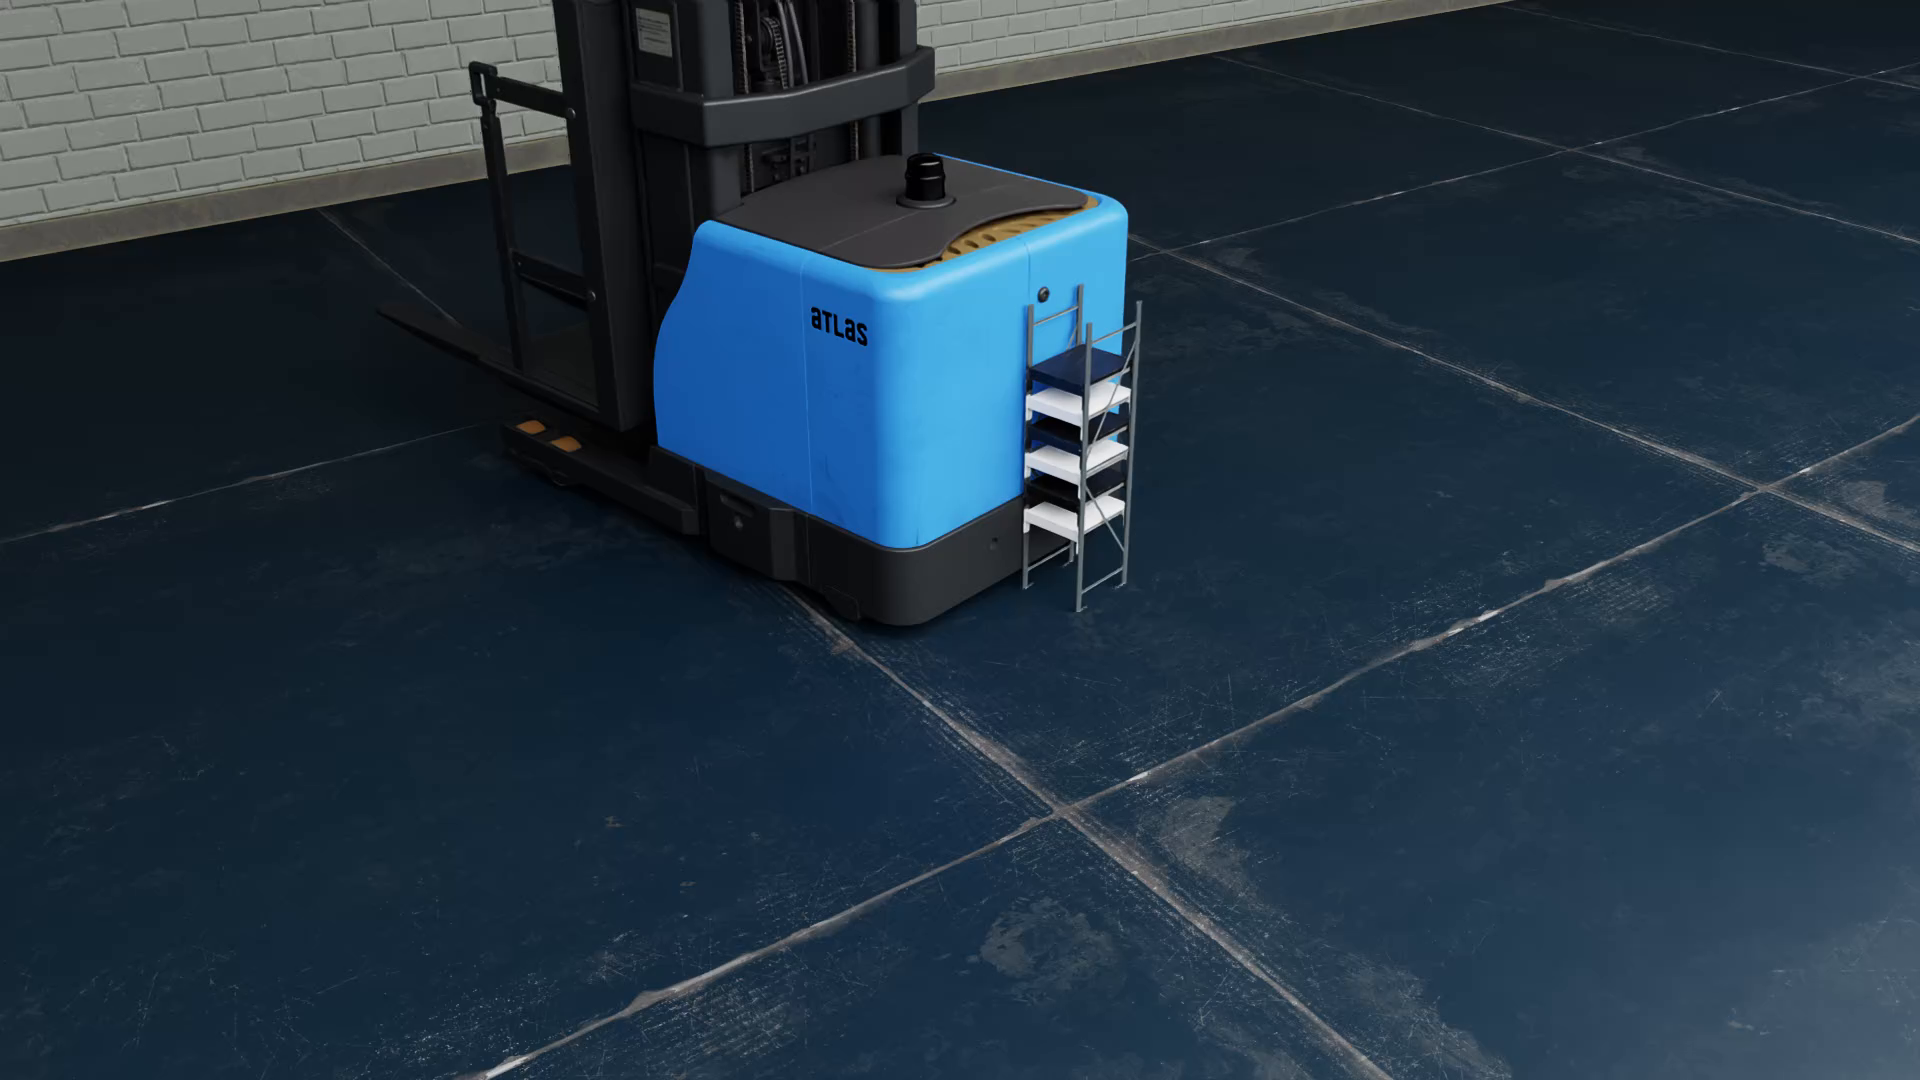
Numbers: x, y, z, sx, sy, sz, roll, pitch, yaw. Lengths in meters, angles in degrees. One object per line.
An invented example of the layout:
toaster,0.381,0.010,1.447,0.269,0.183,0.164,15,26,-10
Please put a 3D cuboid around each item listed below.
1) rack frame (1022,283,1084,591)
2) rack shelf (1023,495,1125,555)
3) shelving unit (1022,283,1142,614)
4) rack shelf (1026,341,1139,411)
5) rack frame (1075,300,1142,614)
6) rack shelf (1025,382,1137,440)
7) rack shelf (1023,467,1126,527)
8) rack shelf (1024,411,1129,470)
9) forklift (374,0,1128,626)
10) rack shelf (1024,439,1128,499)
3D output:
rack frame,0.267,-0.287,4.836,0.006,0.900,0.240,23,36,36
rack shelf,0.343,-0.067,4.878,0.200,0.077,0.258,23,36,36
shelving unit,0.343,-0.255,4.776,0.210,0.900,0.258,23,36,36
rack shelf,0.343,-0.463,4.663,0.200,0.077,0.258,23,36,36
rack frame,0.418,-0.222,4.716,0.006,0.900,0.240,23,36,36
rack shelf,0.343,-0.383,4.706,0.200,0.077,0.258,23,36,36
rack shelf,0.343,-0.146,4.835,0.200,0.077,0.258,23,36,36
rack shelf,0.343,-0.304,4.749,0.200,0.077,0.258,23,36,36
forklift,-0.927,-1.632,5.184,3.031,2.935,1.130,23,36,36
rack shelf,0.343,-0.225,4.792,0.200,0.077,0.258,23,36,36
